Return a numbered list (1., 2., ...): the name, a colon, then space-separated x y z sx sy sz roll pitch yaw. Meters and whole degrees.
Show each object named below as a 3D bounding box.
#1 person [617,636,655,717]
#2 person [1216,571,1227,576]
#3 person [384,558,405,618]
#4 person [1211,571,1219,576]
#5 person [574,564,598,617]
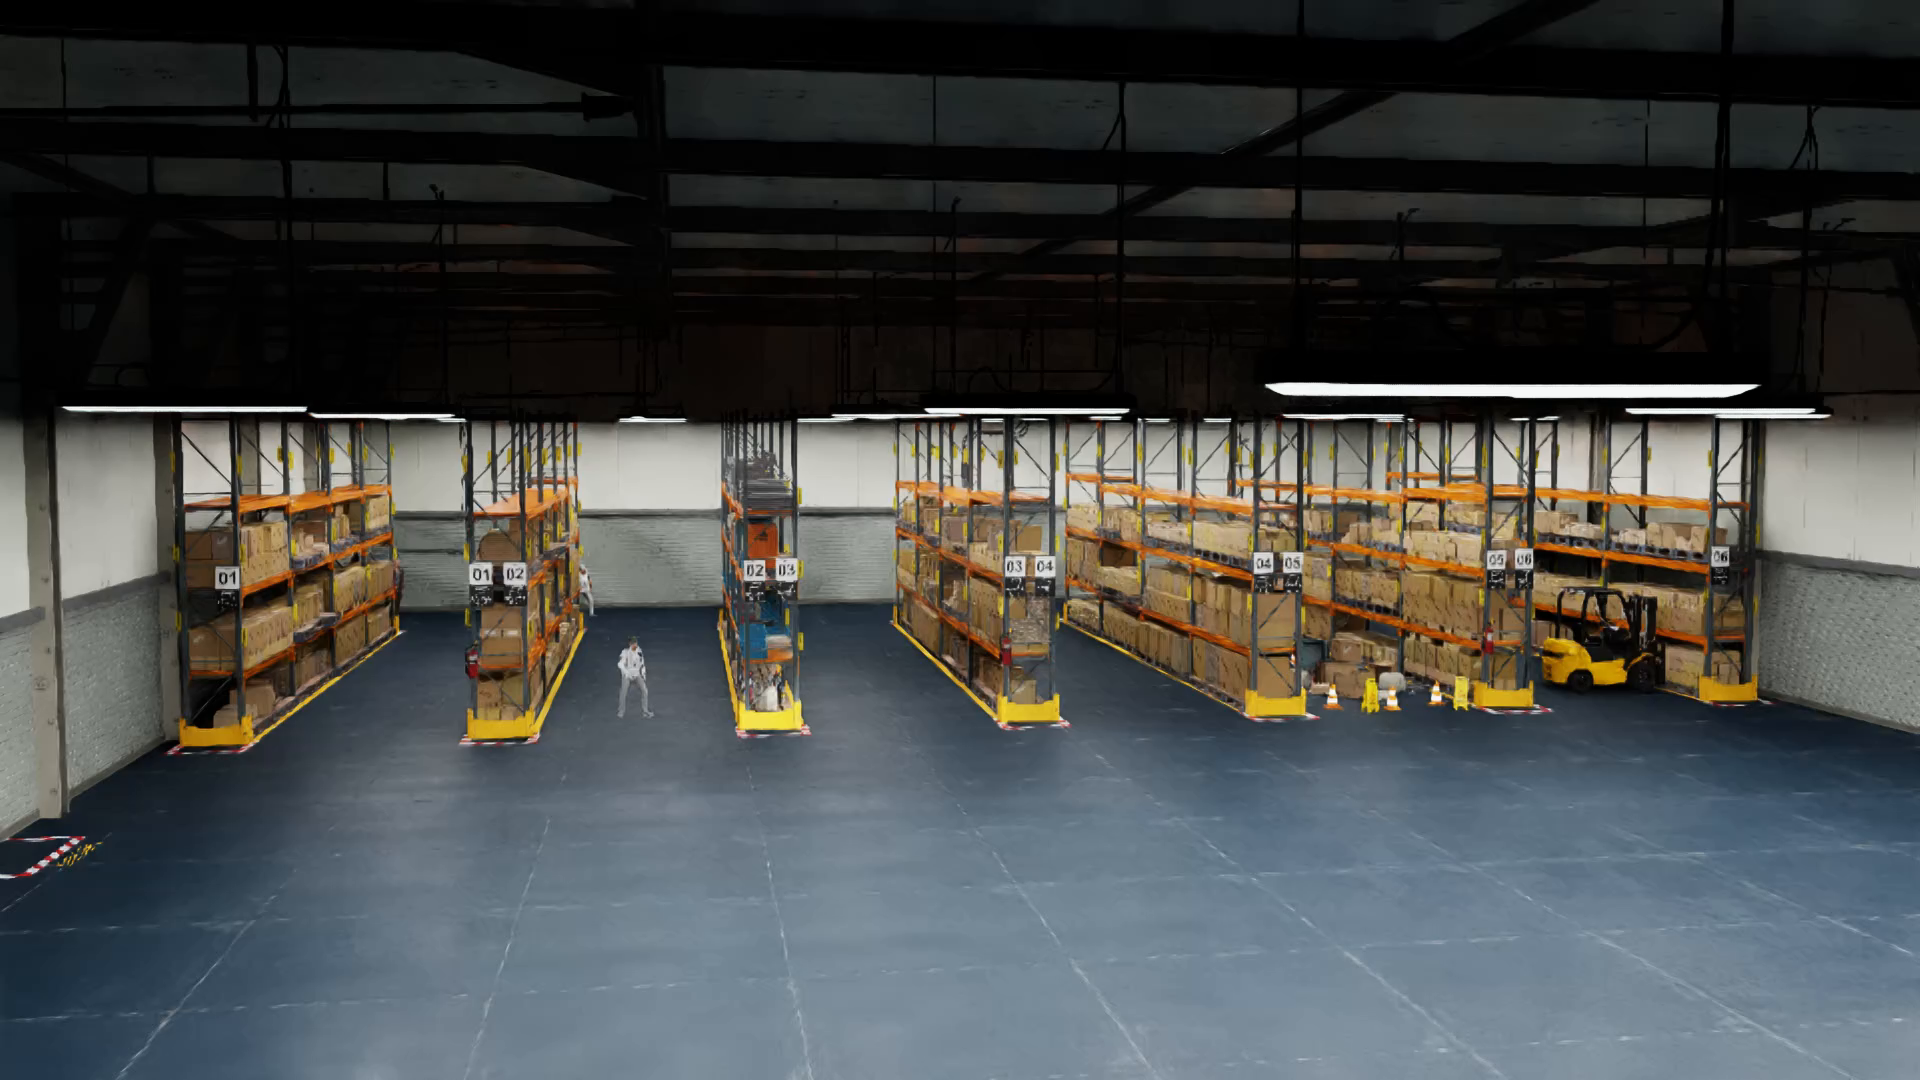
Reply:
1. person: -6.375 2.648 32.439 0.643 1.611 0.793 -2 5 -29
2. person: 8.475 1.129 53.317 0.610 1.769 0.632 2 5 28
3. person: -16.785 1.518 49.140 0.572 1.575 0.773 3 5 40
4. person: 6.818 1.719 44.472 0.455 1.771 0.650 -3 5 -36
5. person: -11.137 1.488 49.220 0.661 1.596 0.814 -2 5 -28
